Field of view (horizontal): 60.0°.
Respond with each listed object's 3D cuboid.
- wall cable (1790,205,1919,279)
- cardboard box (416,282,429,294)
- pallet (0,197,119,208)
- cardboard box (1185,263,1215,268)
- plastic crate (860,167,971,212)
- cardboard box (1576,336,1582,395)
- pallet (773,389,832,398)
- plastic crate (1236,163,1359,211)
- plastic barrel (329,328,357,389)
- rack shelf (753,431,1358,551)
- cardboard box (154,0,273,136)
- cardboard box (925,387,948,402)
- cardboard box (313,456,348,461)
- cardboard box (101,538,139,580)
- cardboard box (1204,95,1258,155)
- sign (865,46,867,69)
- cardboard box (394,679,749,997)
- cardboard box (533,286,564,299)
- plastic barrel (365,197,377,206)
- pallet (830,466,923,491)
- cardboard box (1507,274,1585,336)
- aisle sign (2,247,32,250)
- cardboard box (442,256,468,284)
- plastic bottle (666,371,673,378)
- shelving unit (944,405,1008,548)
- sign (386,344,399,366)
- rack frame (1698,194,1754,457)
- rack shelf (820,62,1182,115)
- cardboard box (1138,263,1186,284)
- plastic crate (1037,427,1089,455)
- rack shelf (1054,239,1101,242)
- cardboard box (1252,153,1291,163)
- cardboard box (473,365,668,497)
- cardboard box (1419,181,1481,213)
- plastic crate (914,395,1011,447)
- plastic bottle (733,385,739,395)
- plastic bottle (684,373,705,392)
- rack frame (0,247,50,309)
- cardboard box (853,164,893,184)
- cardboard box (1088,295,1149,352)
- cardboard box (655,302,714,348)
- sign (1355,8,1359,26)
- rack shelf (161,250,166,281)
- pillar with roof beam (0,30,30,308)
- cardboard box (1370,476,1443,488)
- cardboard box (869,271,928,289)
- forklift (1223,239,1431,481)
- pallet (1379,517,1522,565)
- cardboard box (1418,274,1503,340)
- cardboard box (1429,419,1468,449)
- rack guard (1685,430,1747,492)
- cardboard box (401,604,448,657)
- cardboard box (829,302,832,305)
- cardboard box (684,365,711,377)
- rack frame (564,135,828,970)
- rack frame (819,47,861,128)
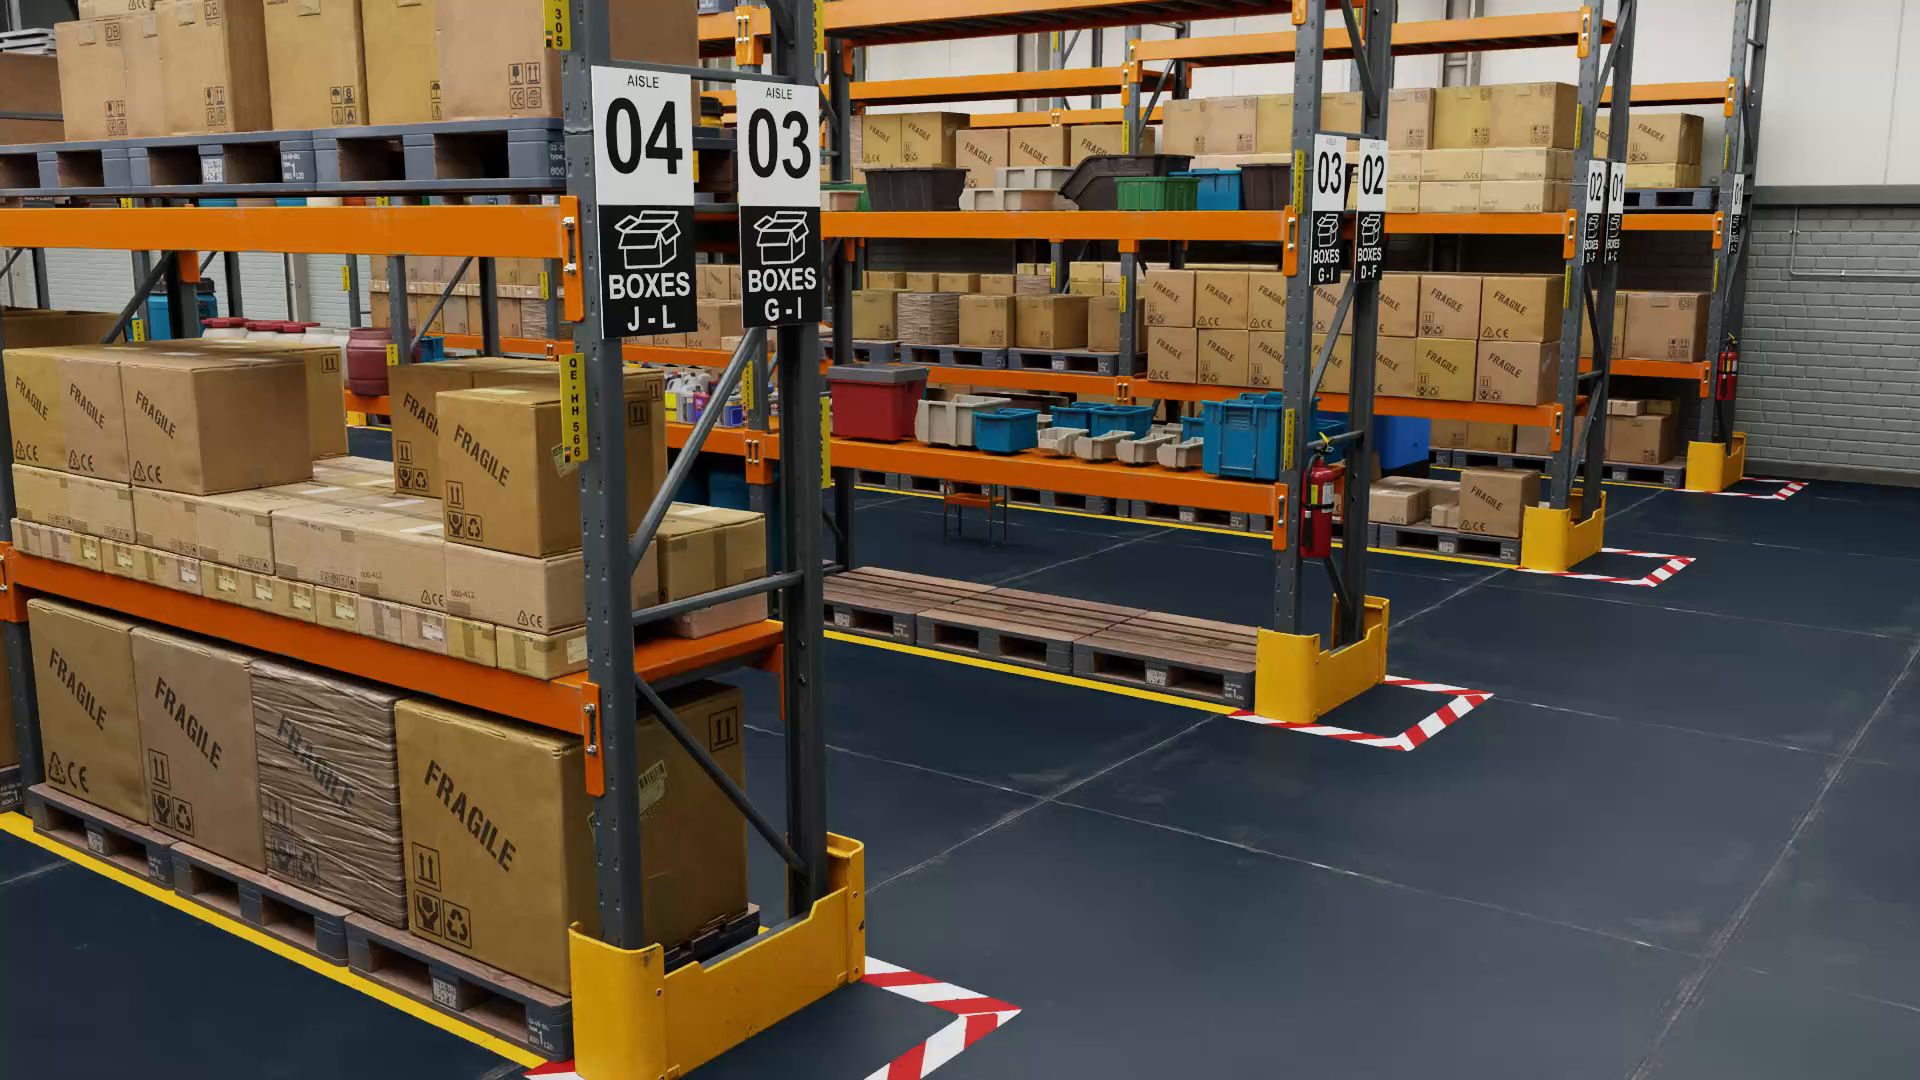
[{"bbox_3d":[9.557,-2.570,17.240,1.851,1.984,0.084,8,13,36],"label":"wall cable"},{"bbox_3d":[-6.838,-3.285,21.640,0.250,0.149,0.380,7,13,34],"label":"cardboard box"},{"bbox_3d":[-4.823,-1.719,8.125,1.217,0.209,0.805,7,13,33],"label":"pallet"},{"bbox_3d":[2.985,-3.280,20.512,0.500,0.250,0.500,8,13,34],"label":"cardboard box"},{"bbox_3d":[-0.284,-2.230,10.606,0.590,0.269,0.497,8,13,36],"label":"plastic crate"},{"bbox_3d":[4.835,-1.451,13.867,0.500,0.500,0.500,8,14,37],"label":"cardboard box"},{"bbox_3d":[-2.269,-2.120,24.933,1.213,0.211,1.003,8,13,36],"label":"pallet"},{"bbox_3d":[1.956,-2.048,9.665,0.590,0.269,0.497,8,13,36],"label":"plastic crate"},{"bbox_3d":[-5.302,-1.591,14.560,0.421,0.512,0.421,0,11,0],"label":"plastic barrel"},{"bbox_3d":[0.489,-0.425,10.723,4.000,0.370,1.077,8,13,36],"label":"rack shelf"},{"bbox_3d":[-2.620,-1.801,6.415,0.500,0.500,0.700,9,14,38],"label":"cardboard box"},{"bbox_3d":[-0.471,-1.493,17.797,0.500,0.250,0.500,9,14,38],"label":"cardboard box"},{"bbox_3d":[-3.125,-0.250,7.536,0.500,0.250,0.500,8,14,37],"label":"cardboard box"},{"bbox_3d":[-3.376,0.051,7.030,0.250,0.149,0.380,7,13,34],"label":"cardboard box"},{"bbox_3d":[2.546,-3.647,14.690,0.500,0.500,0.700,8,13,36],"label":"cardboard box"},{"bbox_3d":[-1.383,-6.987,24.075,0.005,0.325,0.100,8,13,36],"label":"sign"},{"bbox_3d":[-1.394,0.982,6.044,0.875,0.875,0.875,8,13,36],"label":"cardboard box"},{"bbox_3d":[-4.982,-3.026,20.301,0.250,0.149,0.380,8,13,35],"label":"cardboard box"},{"bbox_3d":[-4.880,-3.297,14.458,0.600,0.901,0.600,0,11,0],"label":"plastic barrel"},{"bbox_3d":[-0.832,-0.752,17.860,1.213,0.211,1.003,8,13,36],"label":"pallet"},{"bbox_3d":[4.835,-1.941,13.772,0.500,0.500,0.500,8,14,37],"label":"cardboard box"},{"bbox_3d":[-10.677,-3.682,18.821,0.004,0.787,0.394,8,13,36],"label":"aisle sign"},{"bbox_3d":[-6.211,-3.565,21.379,0.500,0.500,0.700,8,14,36],"label":"cardboard box"},{"bbox_3d":[-2.281,-1.198,13.162,0.097,0.271,0.097,0,11,0],"label":"plastic bottle"},{"bbox_3d":[0.133,-0.570,14.320,0.503,1.200,0.258,8,13,36],"label":"shelving unit"},{"bbox_3d":[-4.667,-1.448,13.687,0.005,0.325,0.100,8,13,36],"label":"sign"},{"bbox_3d":[7.965,-2.070,17.332,0.127,3.000,1.000,8,13,36],"label":"rack frame"},{"bbox_3d":[0.200,-4.382,16.434,4.000,0.370,1.077,8,13,36],"label":"rack shelf"},{"bbox_3d":[2.570,-3.336,20.804,0.500,0.250,0.500,8,14,36],"label":"cardboard box"},{"bbox_3d":[0.623,-0.610,10.322,0.250,0.136,0.298,8,13,36],"label":"plastic crate"},{"bbox_3d":[3.129,-3.864,20.603,4.000,0.370,1.077,8,13,36],"label":"rack shelf"},{"bbox_3d":[2.857,-3.199,14.349,0.500,0.250,0.500,8,13,36],"label":"cardboard box"},{"bbox_3d":[-1.460,-0.387,6.271,0.500,0.500,0.500,8,13,34],"label":"cardboard box"},{"bbox_3d":[4.070,-2.786,13.529,0.500,0.250,0.500,8,13,36],"label":"cardboard box"},{"bbox_3d":[-0.001,-0.774,10.790,0.530,0.282,0.437,8,13,36],"label":"plastic crate"},{"bbox_3d":[-1.721,-1.085,12.765,0.097,0.201,0.097,0,11,0],"label":"plastic bottle"},{"bbox_3d":[-1.972,-1.054,12.211,0.185,0.351,0.144,8,13,36],"label":"plastic bottle"},{"bbox_3d":[-10.795,-2.352,18.791,0.127,3.000,1.000,8,13,36],"label":"rack frame"},{"bbox_3d":[-0.629,-3.631,17.242,0.500,0.500,0.910,8,13,36],"label":"cardboard box"},{"bbox_3d":[1.563,-2.104,16.138,0.500,0.500,0.700,3,11,16],"label":"cardboard box"},{"bbox_3d":[-3.198,-2.505,19.318,0.500,0.500,0.500,8,14,36],"label":"cardboard box"},{"bbox_3d":[4.430,-5.878,18.555,0.005,0.325,0.100,8,13,36],"label":"sign"},{"bbox_3d":[-5.666,-1.589,8.843,4.000,0.370,1.077,8,13,36],"label":"rack shelf"},{"bbox_3d":[-25.747,-8.907,36.879,0.400,9.000,9.100,8,13,36],"label":"pillar with roof beam"},{"bbox_3d":[3.960,-0.394,14.751,0.500,0.250,0.500,8,13,36],"label":"cardboard box"},{"bbox_3d":[-0.870,-3.558,23.602,0.500,0.500,0.700,10,15,41],"label":"cardboard box"},{"bbox_3d":[3.416,-2.089,17.613,3.031,2.935,1.130,8,14,37],"label":"forklift"},{"bbox_3d":[4.332,-0.040,14.182,1.213,0.211,1.003,8,13,36],"label":"pallet"},{"bbox_3d":[4.107,-1.916,13.640,0.500,0.500,0.500,8,14,37],"label":"cardboard box"},{"bbox_3d":[5.686,-1.342,19.044,0.500,0.500,0.700,8,13,35],"label":"cardboard box"},{"bbox_3d":[7.985,-0.840,17.556,0.348,0.500,1.175,8,13,36],"label":"rack guard"},{"bbox_3d":[-1.726,0.281,5.841,0.250,0.149,0.380,8,14,36],"label":"cardboard box"},{"bbox_3d":[-1.959,-3.441,24.761,0.500,0.250,0.500,8,14,36],"label":"cardboard box"},{"bbox_3d":[-3.967,-2.609,26.040,0.500,0.311,0.500,9,14,40],"label":"cardboard box"},{"bbox_3d":[-0.830,0.205,5.573,0.127,3.000,1.000,8,13,36],"label":"rack frame"},{"bbox_3d":[-1.412,-5.156,17.490,0.127,3.000,1.000,8,13,36],"label":"rack frame"}]
